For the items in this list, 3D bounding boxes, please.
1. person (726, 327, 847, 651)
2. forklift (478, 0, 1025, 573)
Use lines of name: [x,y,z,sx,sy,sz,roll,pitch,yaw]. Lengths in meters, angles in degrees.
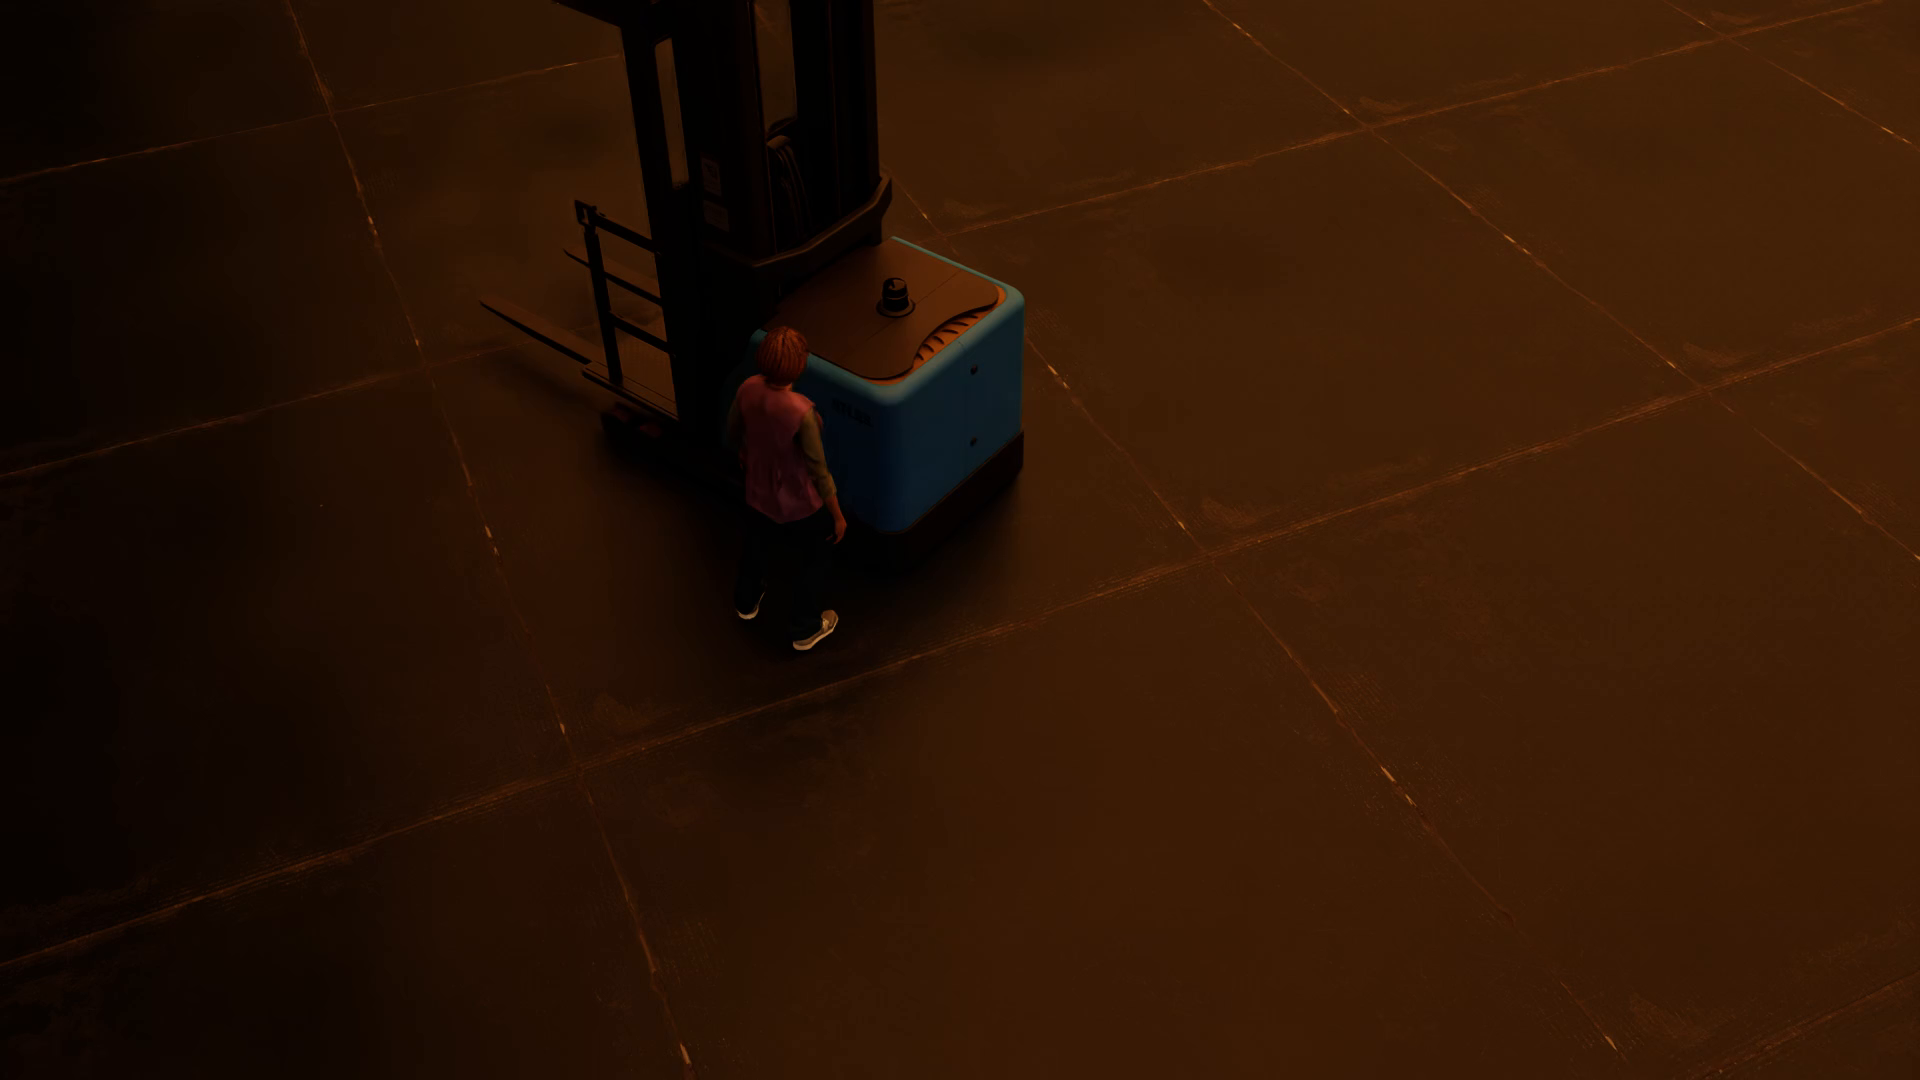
person: [-0.734,-0.202,6.896,0.654,1.572,0.324,26,49,25]
forklift: [-1.170,-1.750,7.556,3.031,2.935,1.130,28,50,26]
